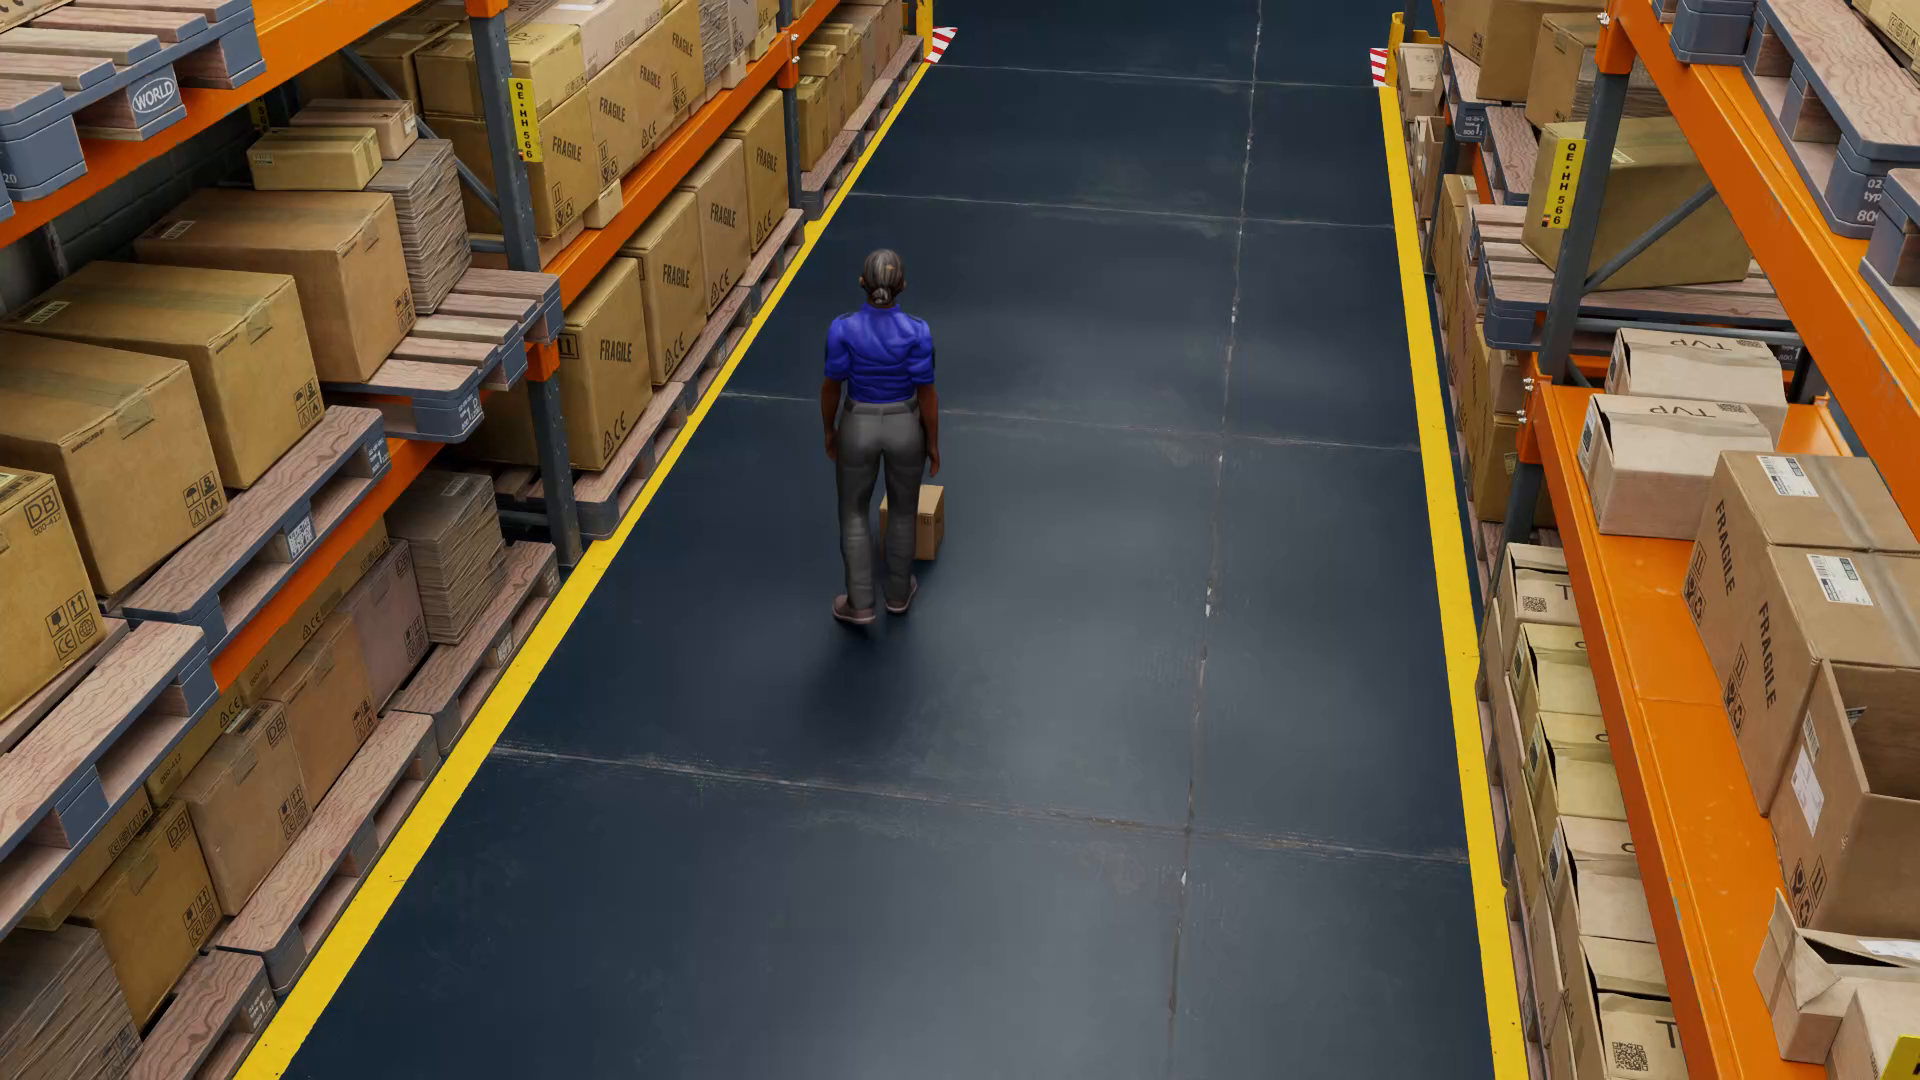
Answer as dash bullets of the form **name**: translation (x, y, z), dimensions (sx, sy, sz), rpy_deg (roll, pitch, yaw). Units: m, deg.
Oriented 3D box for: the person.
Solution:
- **person**: translation (-0.320, -0.404, 6.758), dimensions (0.476, 1.660, 0.455), rpy_deg (0, 33, 0)
